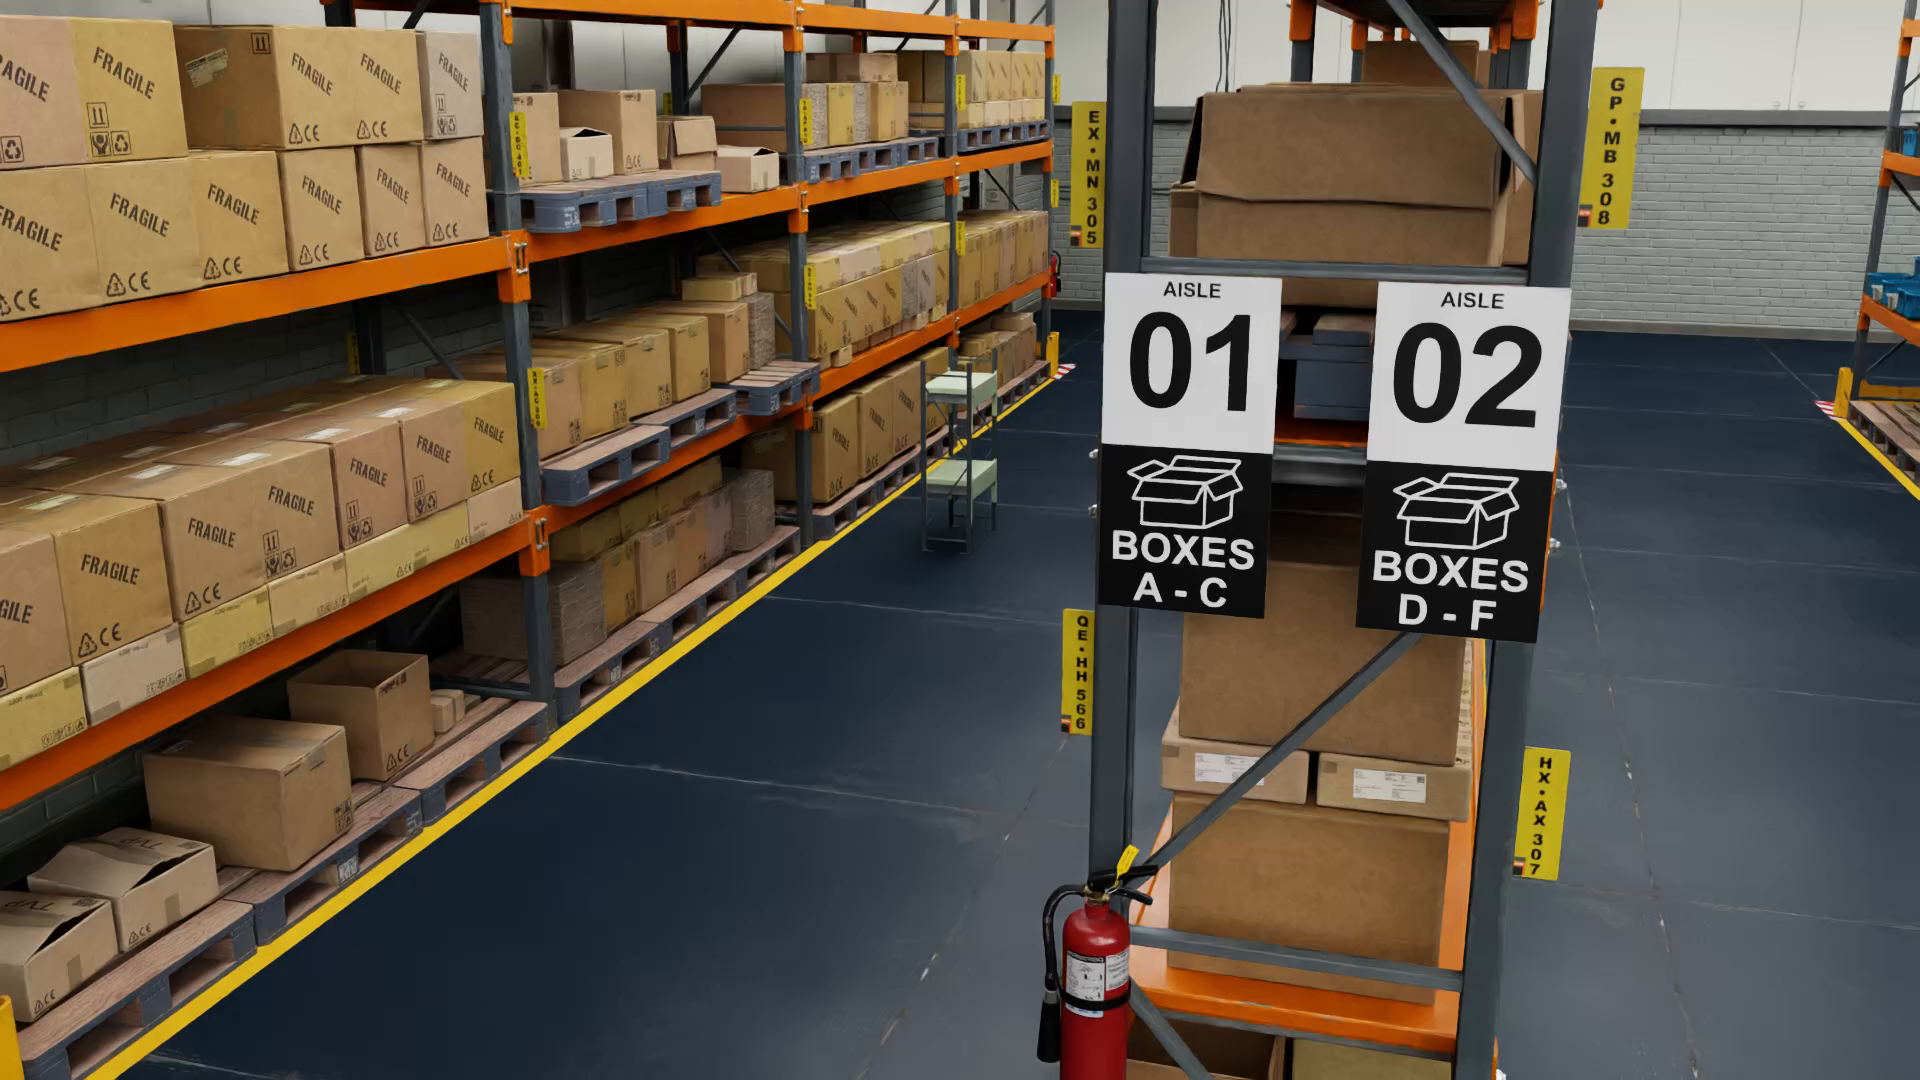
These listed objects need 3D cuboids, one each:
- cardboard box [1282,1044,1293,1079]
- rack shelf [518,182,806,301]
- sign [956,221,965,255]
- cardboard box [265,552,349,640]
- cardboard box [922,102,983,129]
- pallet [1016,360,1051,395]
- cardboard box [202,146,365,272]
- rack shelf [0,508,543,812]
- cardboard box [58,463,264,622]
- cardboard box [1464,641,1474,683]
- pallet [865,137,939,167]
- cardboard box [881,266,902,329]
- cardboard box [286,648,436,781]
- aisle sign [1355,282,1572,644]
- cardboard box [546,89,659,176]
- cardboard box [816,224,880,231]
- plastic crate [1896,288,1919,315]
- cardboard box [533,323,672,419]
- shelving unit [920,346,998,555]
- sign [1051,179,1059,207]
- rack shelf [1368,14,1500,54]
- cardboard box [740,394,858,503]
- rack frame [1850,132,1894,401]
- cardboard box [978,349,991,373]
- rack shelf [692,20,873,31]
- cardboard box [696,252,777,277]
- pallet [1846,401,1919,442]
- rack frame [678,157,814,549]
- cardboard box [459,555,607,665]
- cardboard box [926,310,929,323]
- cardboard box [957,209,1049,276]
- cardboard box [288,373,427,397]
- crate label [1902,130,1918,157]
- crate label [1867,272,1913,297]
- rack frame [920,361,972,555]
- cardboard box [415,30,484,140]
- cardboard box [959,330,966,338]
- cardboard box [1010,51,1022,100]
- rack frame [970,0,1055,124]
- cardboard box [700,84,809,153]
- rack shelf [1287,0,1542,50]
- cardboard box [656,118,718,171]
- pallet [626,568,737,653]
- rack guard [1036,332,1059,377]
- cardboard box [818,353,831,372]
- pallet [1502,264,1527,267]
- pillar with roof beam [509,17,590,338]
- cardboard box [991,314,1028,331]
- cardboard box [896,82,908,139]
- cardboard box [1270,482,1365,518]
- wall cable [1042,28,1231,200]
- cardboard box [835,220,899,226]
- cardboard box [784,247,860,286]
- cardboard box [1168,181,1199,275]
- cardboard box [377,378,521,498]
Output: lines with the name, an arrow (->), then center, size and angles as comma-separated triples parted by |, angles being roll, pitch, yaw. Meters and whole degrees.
cardboard box -> 0.818, 1.872, 5.502 | 0.500, 0.250, 0.500 | 5, 16, 16
rack shelf -> -2.227, -2.004, 10.719 | 1.077, 0.370, 4.000 | 5, 16, 16
sign -> 0.001, -2.956, 16.278 | 0.100, 0.325, 0.005 | 5, 16, 16
cardboard box -> -3.059, 0.220, 7.293 | 0.500, 0.250, 0.500 | 5, 17, 16
cardboard box -> -0.073, -4.258, 16.670 | 0.500, 0.250, 0.500 | 5, 16, 16
pallet -> 0.463, -1.966, 19.875 | 1.003, 0.211, 1.213 | 5, 16, 16
cardboard box -> -2.979, -1.454, 7.242 | 0.500, 0.500, 0.500 | 4, 16, 14
rack shelf -> -3.364, 0.486, 7.438 | 1.077, 0.370, 4.000 | 5, 16, 16
cardboard box -> -3.205, 0.000, 6.697 | 0.500, 0.500, 0.500 | 4, 16, 14
cardboard box -> 1.355, 0.400, 5.052 | 0.380, 0.149, 0.250 | 4, 16, 15
pallet -> -0.735, -3.584, 15.322 | 0.805, 0.209, 1.217 | 4, 16, 14
cardboard box -> -0.835, -2.141, 14.616 | 0.500, 0.500, 0.500 | 5, 17, 17
cardboard box -> -3.052, 0.882, 8.498 | 0.500, 0.500, 0.500 | 3, 16, 12
aisle sign -> 1.093, -0.164, 3.646 | 0.394, 0.787, 0.004 | 5, 16, 16
cardboard box -> -2.213, -2.536, 10.325 | 0.500, 0.500, 0.500 | 4, 16, 14
cardboard box -> -1.045, -2.801, 15.567 | 0.500, 0.250, 0.500 | 5, 17, 17
plastic crate -> 9.353, -2.320, 16.208 | 0.416, 0.233, 0.300 | 5, 16, 16
cardboard box -> -2.295, -1.094, 10.701 | 0.700, 0.500, 0.500 | 7, 17, 24
shelving unit -> -0.002, -0.720, 13.119 | 0.431, 1.500, 0.755 | 5, 16, 16
sign -> 1.131, -4.148, 19.902 | 0.100, 0.325, 0.005 | 5, 16, 16
rack shelf -> 3.660, -3.918, 12.703 | 1.077, 0.370, 4.000 | 5, 16, 16
cardboard box -> -1.324, -0.780, 13.753 | 0.750, 0.750, 0.750 | 4, 16, 15
rack frame -> 10.113, -2.755, 17.545 | 1.000, 3.000, 0.127 | 5, 16, 16
cardboard box -> -0.065, -1.795, 17.972 | 0.700, 0.500, 0.500 | 4, 16, 15
rack shelf -> -1.090, -4.395, 14.027 | 0.919, 0.124, 3.809 | 5, 16, 16
cardboard box -> -1.778, -2.131, 13.205 | 0.500, 0.250, 0.500 | 5, 17, 17
pallet -> 9.842, -1.201, 17.176 | 1.003, 0.211, 1.213 | 5, 16, 16
rack frame -> -1.659, -1.430, 12.875 | 1.000, 3.000, 0.127 | 5, 16, 16
cardboard box -> -2.602, 0.413, 10.150 | 0.700, 0.500, 0.500 | 5, 17, 18
cardboard box -> -0.512, -2.123, 15.741 | 0.380, 0.149, 0.250 | 5, 17, 18
cardboard box -> 0.480, -3.533, 19.740 | 0.980, 0.700, 0.700 | 5, 17, 18
cardboard box -> -3.129, -0.575, 8.724 | 0.500, 0.500, 0.500 | 4, 16, 15
crate label -> 9.541, -3.910, 16.393 | 0.408, 0.251, 0.502 | 5, 16, 16
crate label -> 9.728, -2.664, 17.422 | 0.416, 0.233, 0.303 | 5, 16, 16
rack frame -> -0.106, -0.624, 12.781 | 0.400, 1.500, 0.023 | 5, 16, 16
cardboard box -> -2.678, -2.213, 8.087 | 0.500, 0.500, 0.500 | 3, 16, 11
cardboard box -> -0.148, -2.226, 18.304 | 0.380, 0.149, 0.250 | 5, 17, 16
cardboard box -> 0.376, -5.025, 18.000 | 0.500, 0.500, 0.500 | 4, 16, 13
rack frame -> 0.615, -6.409, 19.435 | 1.000, 3.000, 0.127 | 5, 16, 16
cardboard box -> -1.578, -3.262, 12.846 | 0.700, 0.500, 0.500 | 3, 16, 12
rack shelf -> 2.524, -2.871, 9.013 | 1.077, 0.370, 4.000 | 5, 16, 16
cardboard box -> -2.116, -2.601, 11.278 | 0.797, 0.503, 0.637 | 7, 17, 24
pallet -> -2.231, 0.434, 11.413 | 1.003, 0.211, 1.213 | 5, 16, 16
rack guard -> 0.622, -2.327, 20.617 | 1.175, 0.500, 0.348 | 5, 16, 16
cardboard box -> -1.263, -1.452, 13.377 | 0.380, 0.149, 0.250 | 5, 17, 17
pallet -> 1.389, -0.858, 5.521 | 1.003, 0.211, 1.213 | 5, 16, 16
pillar with roof beam -> 1.270, -3.709, 9.916 | 9.100, 9.000, 0.400 | 5, 16, 16
cardboard box -> 0.578, -2.529, 19.372 | 0.380, 0.149, 0.250 | 5, 17, 17
cardboard box -> -0.877, -3.958, 15.300 | 0.700, 0.500, 0.500 | 4, 16, 13
cardboard box -> 1.123, 0.101, 4.917 | 0.700, 0.500, 0.500 | 4, 16, 14
wall cable -> 2.565, -6.367, 24.978 | 3.097, 2.526, 0.112 | 5, 16, 16
cardboard box -> -0.902, -2.938, 16.052 | 0.500, 0.250, 0.500 | 5, 17, 18
cardboard box -> -1.130, -2.231, 13.560 | 0.500, 0.250, 0.500 | 4, 16, 15
cardboard box -> 0.893, -0.916, 4.814 | 0.500, 0.250, 0.500 | 5, 16, 16
cardboard box -> -2.633, -0.534, 8.580 | 0.500, 0.500, 0.500 | 5, 16, 16
